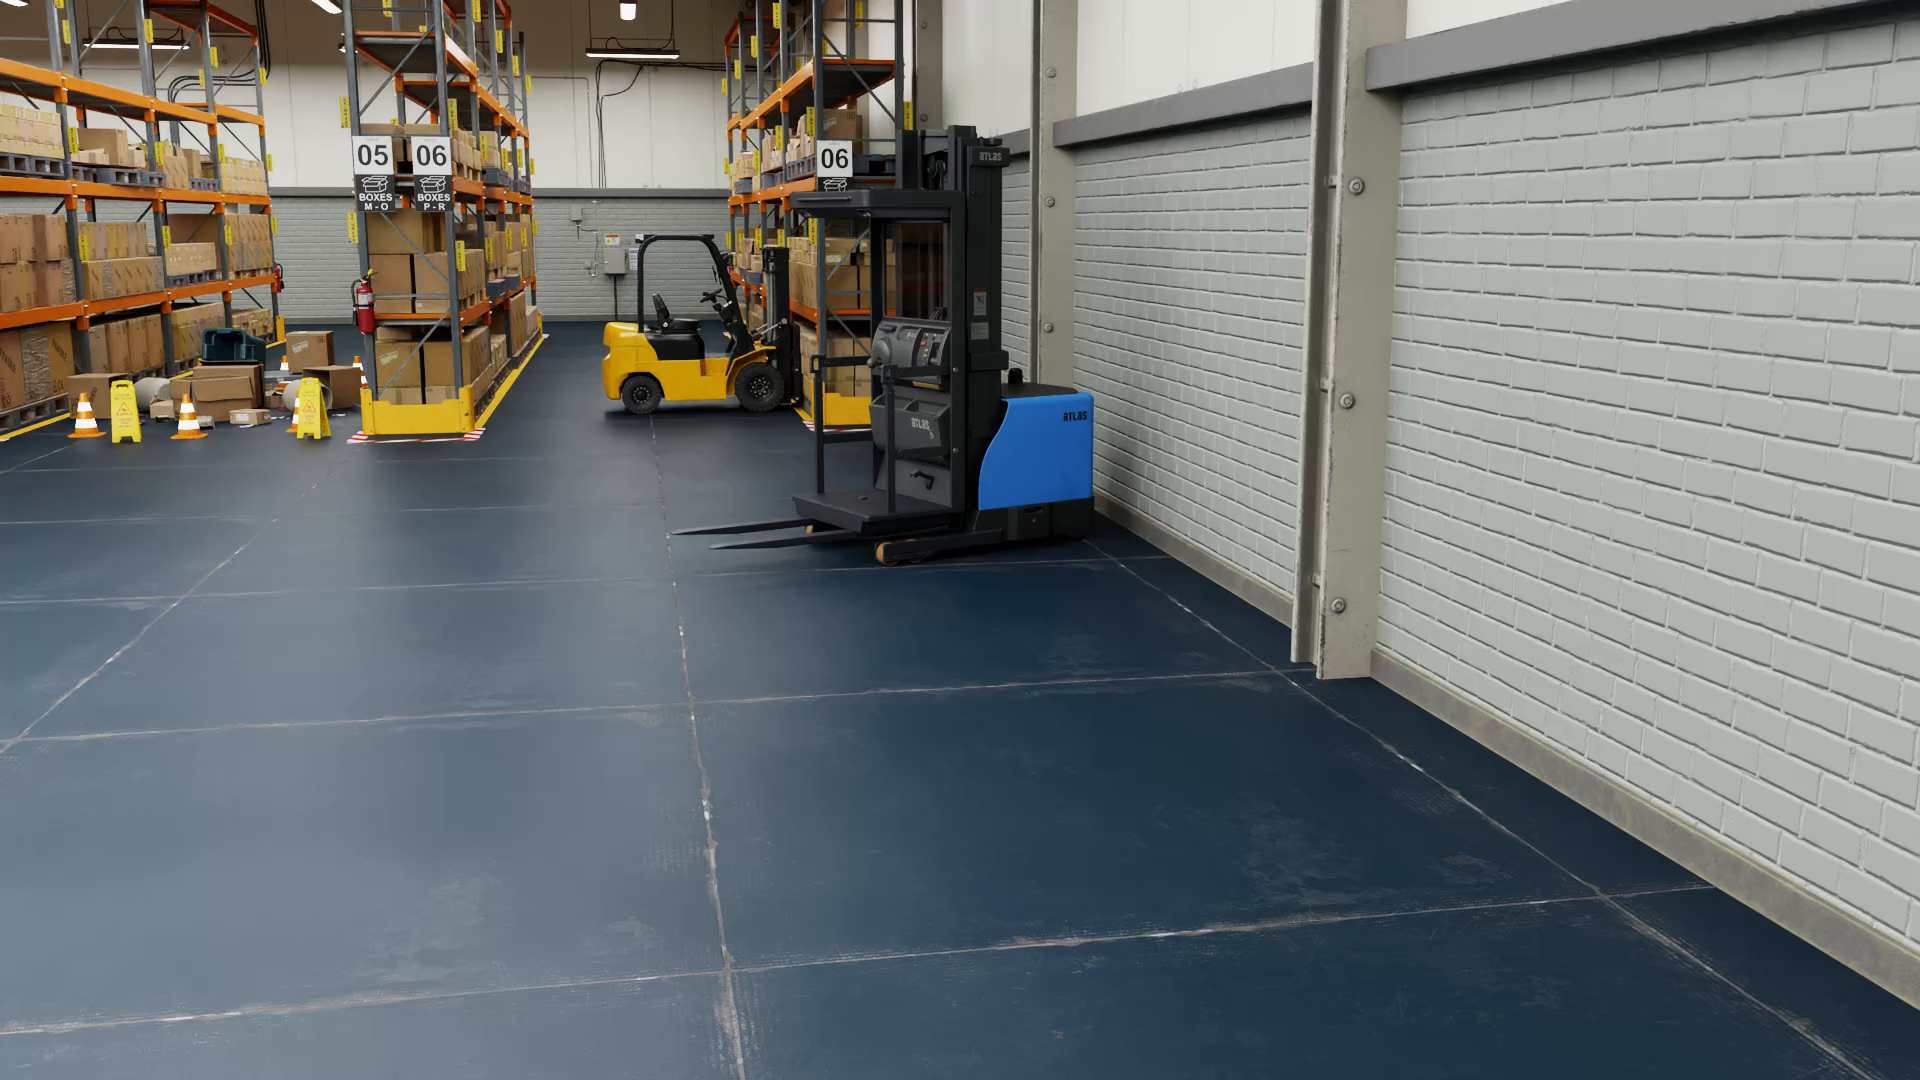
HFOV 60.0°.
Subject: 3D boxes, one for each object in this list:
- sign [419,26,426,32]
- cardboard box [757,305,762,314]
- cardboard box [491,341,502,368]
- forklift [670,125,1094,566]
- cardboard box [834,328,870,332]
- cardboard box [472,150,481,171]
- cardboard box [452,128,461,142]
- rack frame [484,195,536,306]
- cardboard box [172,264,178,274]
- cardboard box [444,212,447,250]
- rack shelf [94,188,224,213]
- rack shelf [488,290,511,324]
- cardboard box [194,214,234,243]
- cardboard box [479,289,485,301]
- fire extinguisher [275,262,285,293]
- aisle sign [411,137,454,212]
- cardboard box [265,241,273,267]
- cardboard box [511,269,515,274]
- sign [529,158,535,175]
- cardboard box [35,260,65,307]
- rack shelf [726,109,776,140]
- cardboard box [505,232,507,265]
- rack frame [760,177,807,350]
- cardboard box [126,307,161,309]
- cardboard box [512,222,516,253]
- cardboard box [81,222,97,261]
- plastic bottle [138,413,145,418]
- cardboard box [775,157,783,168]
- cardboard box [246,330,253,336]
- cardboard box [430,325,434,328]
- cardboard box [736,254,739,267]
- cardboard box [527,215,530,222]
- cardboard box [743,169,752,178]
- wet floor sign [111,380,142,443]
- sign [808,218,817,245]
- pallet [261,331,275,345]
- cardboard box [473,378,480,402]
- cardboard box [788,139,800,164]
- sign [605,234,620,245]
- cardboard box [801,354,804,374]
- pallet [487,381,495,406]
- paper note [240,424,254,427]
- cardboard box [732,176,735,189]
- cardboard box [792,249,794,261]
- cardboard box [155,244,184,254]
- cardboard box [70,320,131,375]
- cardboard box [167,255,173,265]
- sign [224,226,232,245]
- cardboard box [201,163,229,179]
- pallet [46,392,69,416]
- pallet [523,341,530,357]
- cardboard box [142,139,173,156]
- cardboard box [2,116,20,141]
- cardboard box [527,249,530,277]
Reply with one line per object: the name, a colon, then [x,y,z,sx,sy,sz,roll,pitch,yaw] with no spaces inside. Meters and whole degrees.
sign: [-8.104,-7.595,25.111,0.100,0.325,0.005,-2,11,-11]
cardboard box: [-3.392,-4.077,29.421,0.380,0.149,0.250,-2,11,-11]
cardboard box: [-7.167,-2.669,24.103,0.950,0.372,0.625,-2,11,-9]
forklift: [-0.523,-1.375,11.582,3.031,2.935,1.130,-7,13,-33]
cardboard box: [-1.324,-2.566,21.210,0.500,0.250,0.500,-2,11,-12]
cardboard box: [-6.432,-4.873,21.360,0.500,0.250,0.500,-2,11,-12]
cardboard box: [-5.902,-4.622,18.973,0.380,0.149,0.250,-2,11,-11]
rack frame: [-9.116,-5.599,33.593,1.000,3.000,0.127,-2,11,-11]
cardboard box: [-12.390,-4.205,25.813,0.380,0.149,0.250,-2,11,-8]
cardboard box: [-6.831,-3.902,20.937,0.700,0.500,0.500,-2,11,-11]
rack shelf: [-12.785,-5.420,26.555,1.077,0.370,4.000,-2,11,-11]
rack shelf: [-7.171,-3.412,24.024,1.077,0.370,4.000,-2,11,-11]
cardboard box: [-13.023,-5.445,29.046,0.500,0.500,0.500,-2,11,-10]
cardboard box: [-6.365,-3.182,21.562,0.380,0.149,0.250,-2,11,-10]
fire extinguisher: [-13.548,-5.243,32.922,0.296,0.674,0.183,-2,11,-11]
aisle sign: [-5.688,-3.942,17.931,0.394,0.787,0.004,-2,11,-11]
cardboard box: [-13.612,-5.523,32.128,0.500,0.500,0.500,-2,11,-10]
cardboard box: [-7.622,-4.347,27.416,0.500,0.250,0.500,-2,11,-9]
sign: [-8.581,-7.486,33.327,0.100,0.325,0.005,-2,11,-11]
cardboard box: [-11.405,-3.106,20.093,0.875,0.550,0.550,-2,11,-11]
rack shelf: [-3.859,-8.006,32.124,1.077,0.370,4.000,-2,11,-11]
cardboard box: [-7.199,-4.460,25.422,0.500,0.500,0.500,-2,11,-13]
rack frame: [-2.692,-4.313,26.836,1.000,3.000,0.127,-2,11,-11]
cardboard box: [-12.978,-3.582,26.551,0.500,0.250,0.500,-2,11,-10]
cardboard box: [-7.702,-5.050,27.767,0.500,0.500,0.500,-2,11,-10]
cardboard box: [-11.822,-3.925,21.856,0.700,0.500,0.500,-2,11,-12]
plastic bottle: [-9.872,-1.478,19.798,0.283,0.061,0.133,-6,13,-31]
cardboard box: [-2.426,-5.376,23.677,0.380,0.149,0.250,-2,11,-11]
cardboard box: [-13.222,-3.788,30.577,0.380,0.149,0.250,-2,11,-13]
cardboard box: [-6.967,-2.798,21.364,0.380,0.149,0.250,-2,11,-10]
cardboard box: [-4.103,-5.482,32.580,0.500,0.250,0.500,-2,11,-13]
cardboard box: [-8.644,-6.310,32.649,0.380,0.149,0.250,-2,11,-12]
cardboard box: [-3.560,-6.349,28.791,0.380,0.149,0.250,-2,11,-10]
wet floor sign: [-8.892,-1.376,17.702,0.267,0.644,0.232,-4,12,-21]
sign: [-1.671,-3.514,18.906,0.100,0.325,0.005,-2,11,-11]
pallet: [-13.814,-3.867,31.947,1.003,0.211,1.213,-2,11,-11]
cardboard box: [-5.982,-1.772,19.716,0.500,0.250,0.500,-2,11,-9]
cardboard box: [-1.991,-5.103,21.812,0.500,0.311,0.500,-2,11,-10]
sign: [-8.241,-7.124,39.394,0.339,0.242,0.001,-2,11,-11]
cardboard box: [-1.745,-2.211,20.686,0.500,0.250,0.500,-2,11,-12]
pallet: [-6.617,-1.907,21.650,1.003,0.211,1.213,-2,11,-11]
paper note: [-8.140,-1.307,18.983,0.148,0.019,0.142,-6,13,-31]
cardboard box: [-4.223,-7.048,32.789,0.500,0.250,0.500,-2,11,-13]
cardboard box: [-2.005,-3.737,21.807,0.380,0.149,0.250,-2,11,-10]
cardboard box: [-12.499,-4.593,26.263,0.380,0.149,0.250,-2,11,-8]
cardboard box: [-12.011,-2.589,22.669,1.050,0.750,0.750,-2,11,-11]
cardboard box: [-12.348,-4.308,25.562,0.380,0.149,0.250,-2,11,-8]
sign: [-12.630,-5.257,28.696,0.100,0.325,0.005,-2,11,-11]
cardboard box: [-13.032,-6.410,28.891,0.500,0.250,0.500,-2,11,-9]
pallet: [-11.547,-1.688,20.499,1.003,0.211,1.213,-2,11,-11]
pallet: [-8.114,-3.357,29.270,1.003,0.211,1.213,-2,11,-11]
cardboard box: [-12.393,-6.056,25.657,0.396,0.266,0.258,-2,11,-11]
cardboard box: [-10.977,-4.643,18.762,0.500,0.250,0.500,-2,11,-11]
cardboard box: [-8.357,-5.194,31.197,0.500,0.500,0.500,-2,11,-11]
